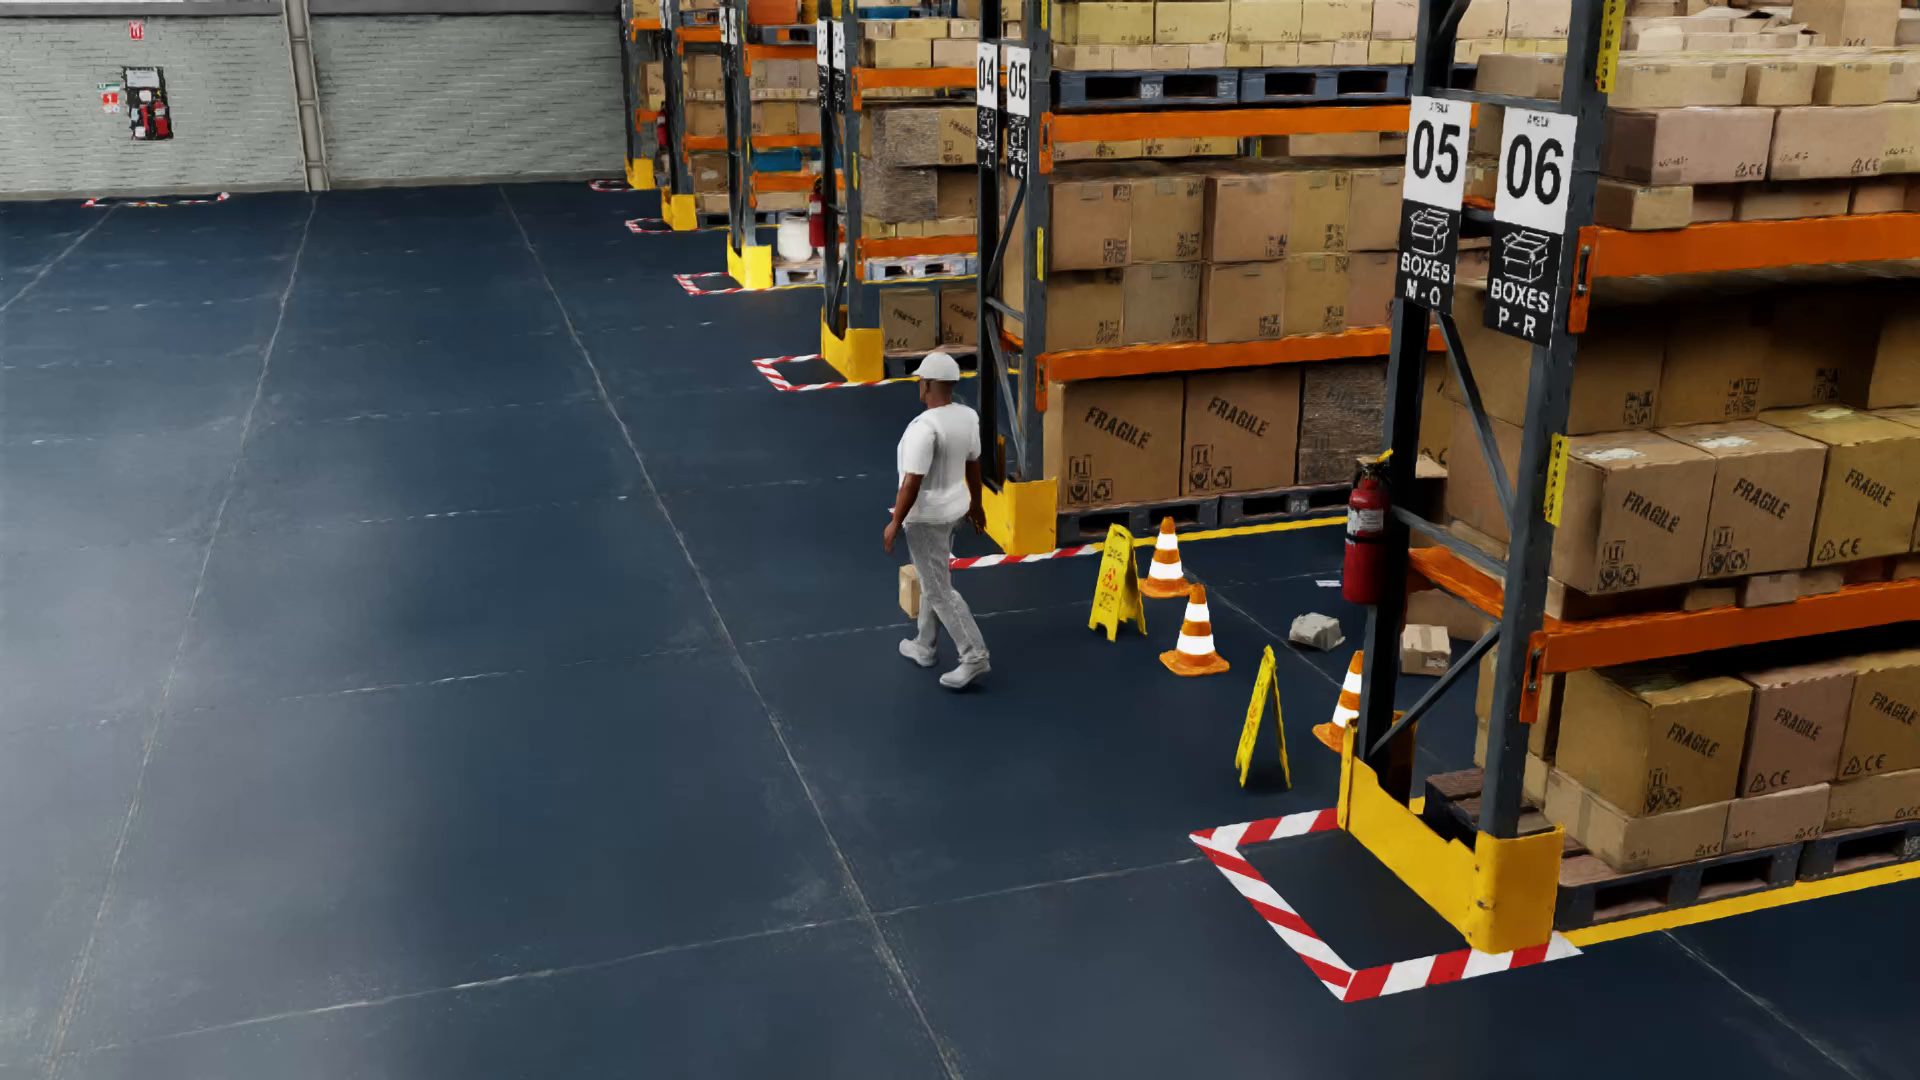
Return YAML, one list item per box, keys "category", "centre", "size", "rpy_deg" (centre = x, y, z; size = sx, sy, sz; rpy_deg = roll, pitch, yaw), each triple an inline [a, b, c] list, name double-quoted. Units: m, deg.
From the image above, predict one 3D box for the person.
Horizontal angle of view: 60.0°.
- category: "person"
  centre: [-0.089, -0.131, 8.914]
  size: [0.683, 1.758, 0.671]
  rpy_deg: [10, 22, 27]
